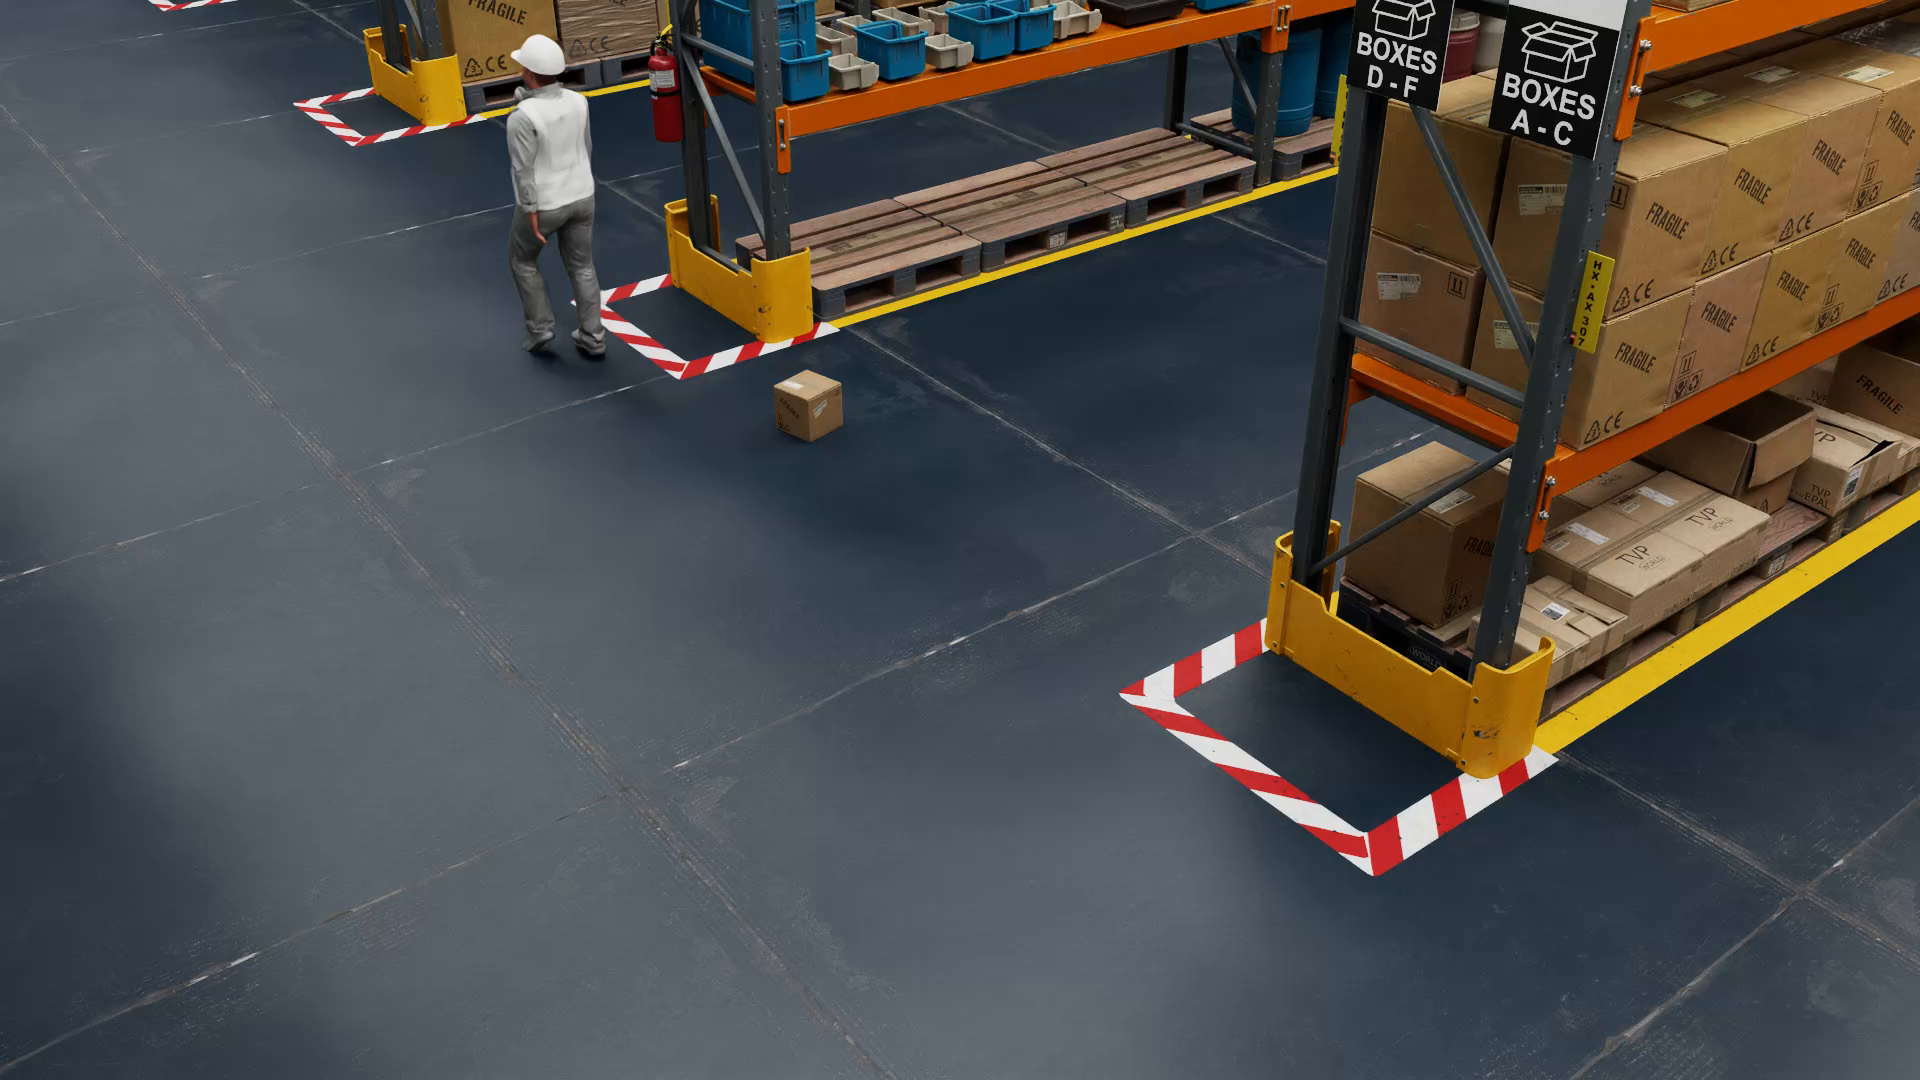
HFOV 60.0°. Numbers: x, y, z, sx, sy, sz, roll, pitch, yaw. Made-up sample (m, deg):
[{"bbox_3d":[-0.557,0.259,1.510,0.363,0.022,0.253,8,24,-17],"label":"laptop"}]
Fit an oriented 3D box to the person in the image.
[{"bbox_3d":[-2.216,-1.833,9.072,0.541,1.836,0.552,28,41,37],"label":"person"}]
